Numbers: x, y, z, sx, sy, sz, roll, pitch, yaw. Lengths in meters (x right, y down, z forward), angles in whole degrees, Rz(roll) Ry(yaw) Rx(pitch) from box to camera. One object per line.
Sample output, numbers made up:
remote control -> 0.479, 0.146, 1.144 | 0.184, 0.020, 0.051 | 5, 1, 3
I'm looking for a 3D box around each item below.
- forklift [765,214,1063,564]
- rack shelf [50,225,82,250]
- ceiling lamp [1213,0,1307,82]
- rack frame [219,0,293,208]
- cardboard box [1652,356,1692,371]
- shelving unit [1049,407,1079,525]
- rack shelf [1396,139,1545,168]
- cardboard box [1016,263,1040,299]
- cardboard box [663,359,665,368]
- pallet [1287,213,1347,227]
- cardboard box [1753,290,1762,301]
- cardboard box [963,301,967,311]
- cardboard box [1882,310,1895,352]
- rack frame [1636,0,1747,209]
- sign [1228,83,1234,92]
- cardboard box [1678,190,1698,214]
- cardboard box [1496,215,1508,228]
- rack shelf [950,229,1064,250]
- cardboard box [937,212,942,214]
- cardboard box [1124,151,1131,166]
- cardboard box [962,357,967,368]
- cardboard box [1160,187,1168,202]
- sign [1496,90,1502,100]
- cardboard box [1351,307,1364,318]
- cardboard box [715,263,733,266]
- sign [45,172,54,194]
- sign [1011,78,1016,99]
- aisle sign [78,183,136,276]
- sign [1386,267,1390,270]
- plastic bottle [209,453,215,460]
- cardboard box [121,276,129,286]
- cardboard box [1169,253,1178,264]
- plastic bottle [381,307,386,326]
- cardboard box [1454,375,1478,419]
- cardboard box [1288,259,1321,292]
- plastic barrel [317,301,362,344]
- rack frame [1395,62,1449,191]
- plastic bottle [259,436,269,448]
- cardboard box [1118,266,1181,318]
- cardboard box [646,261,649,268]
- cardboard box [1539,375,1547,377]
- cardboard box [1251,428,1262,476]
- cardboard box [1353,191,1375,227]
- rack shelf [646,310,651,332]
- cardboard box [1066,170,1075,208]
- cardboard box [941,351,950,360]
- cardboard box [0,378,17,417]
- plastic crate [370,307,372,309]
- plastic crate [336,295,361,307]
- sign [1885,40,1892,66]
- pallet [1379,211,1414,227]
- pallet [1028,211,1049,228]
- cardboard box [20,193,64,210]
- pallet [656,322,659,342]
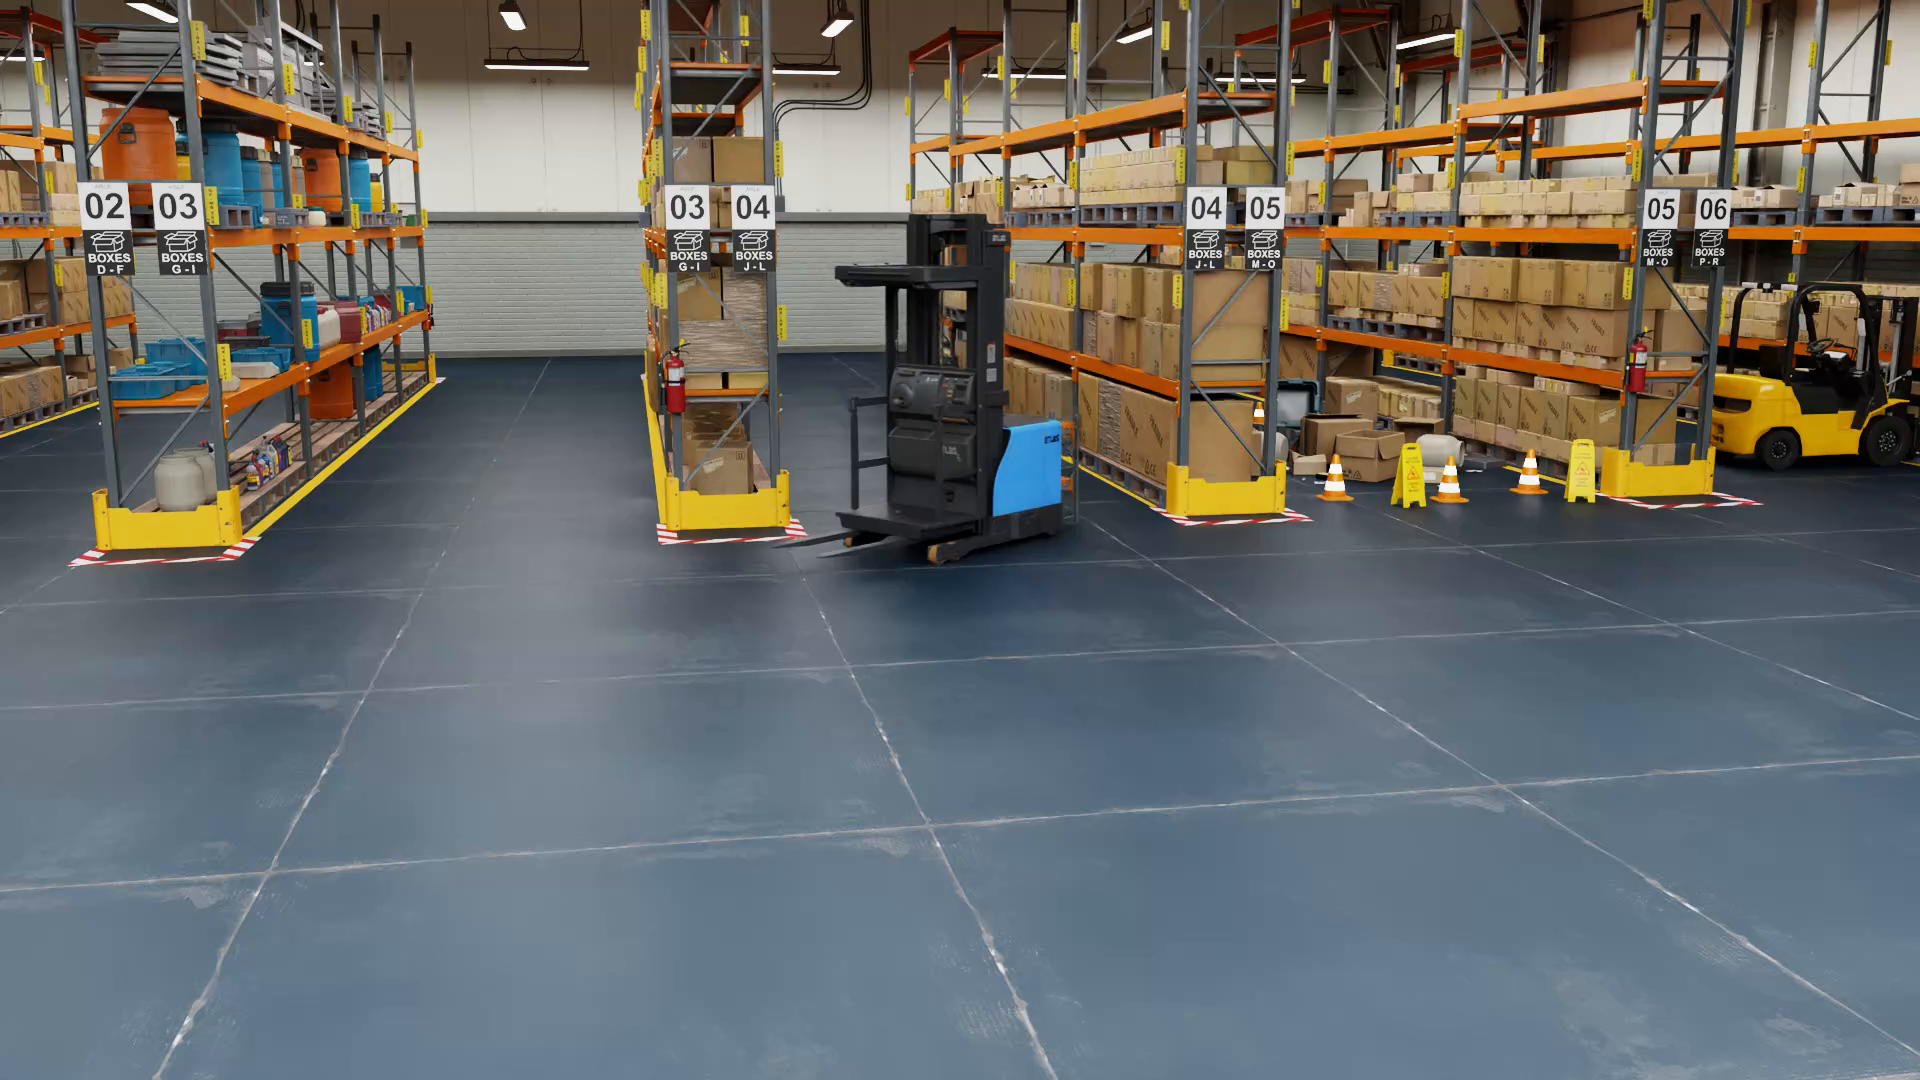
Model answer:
forklift -> -0.383, -1.338, 14.441 | 1.130, 2.935, 3.031 | 9, 14, 39
rack shelf -> -14.658, -4.930, 27.034 | 1.077, 0.370, 4.000 | -2, 11, -11
ceiling lamp -> 6.455, -11.300, 34.940 | 2.000, 3.185, 0.800 | -2, 11, -11
rack frame -> -7.853, -5.103, 17.993 | 1.000, 3.000, 0.127 | -2, 11, -11
cardboard box -> 7.641, -1.909, 17.929 | 0.380, 0.149, 0.250 | -2, 11, -11
shelving unit -> 0.570, -0.735, 16.101 | 1.048, 1.125, 0.538 | 7, 13, 34
rack shelf -> 9.649, -7.304, 31.488 | 1.077, 0.370, 4.000 | -2, 11, -11
cardboard box -> 1.190, -3.689, 23.667 | 0.700, 0.500, 0.500 | -2, 11, -11
cardboard box -> -3.070, -1.978, 18.292 | 0.380, 0.149, 0.250 | -2, 11, -11
pallet -> 5.771, -4.927, 25.595 | 1.213, 0.211, 1.003 | -2, 11, -8
cardboard box -> 11.246, -3.393, 23.053 | 0.380, 0.149, 0.250 | -2, 11, -11
cardboard box -> 0.265, -3.673, 26.075 | 0.380, 0.149, 0.250 | -3, 11, -14
cardboard box -> 11.718, -2.555, 20.383 | 0.500, 0.500, 0.500 | -2, 11, -11
rack frame -> 7.504, -4.910, 16.978 | 1.000, 3.000, 0.127 | -2, 11, -11
sign -> 4.621, -7.632, 28.357 | 0.100, 0.325, 0.005 | -2, 11, -11
cardboard box -> 7.667, -3.611, 17.780 | 0.500, 0.250, 0.500 | -2, 11, -12
cardboard box -> 6.708, -3.841, 20.060 | 0.380, 0.149, 0.250 | -2, 11, -9
rack shelf -> 0.723, -4.718, 25.919 | 1.077, 0.370, 4.000 | -2, 11, -11
cardboard box -> -0.112, -5.537, 28.697 | 0.500, 0.250, 0.500 | -2, 11, -11
cardboard box -> 1.973, -4.091, 17.845 | 0.380, 0.149, 0.250 | -2, 11, -11
cardboard box -> 0.322, -2.701, 26.981 | 0.500, 0.500, 0.500 | -2, 11, -8
cardboard box -> 2.223, -3.465, 16.689 | 0.380, 0.149, 0.250 | -2, 11, -11
sign -> 9.502, -7.773, 29.313 | 0.100, 0.325, 0.005 | -2, 11, -11
cardboard box -> 5.892, -3.290, 24.063 | 0.380, 0.149, 0.250 | -2, 11, -11
cardboard box -> -2.246, -2.583, 17.062 | 0.500, 0.500, 0.500 | -2, 11, -11
sign -> -13.725, -5.385, 25.064 | 0.100, 0.325, 0.005 | -2, 11, -11
sign -> 0.877, -7.470, 27.508 | 0.100, 0.325, 0.005 | -2, 11, -11
aisle sign -> -7.353, -2.675, 14.330 | 0.394, 0.787, 0.004 | -2, 11, -11
sign -> 6.478, -3.981, 25.260 | 0.100, 0.325, 0.005 | -2, 11, -11
plastic bottle -> -7.844, -0.768, 17.371 | 0.152, 0.276, 0.135 | -2, 11, -11
cardboard box -> -14.690, -4.646, 28.695 | 0.500, 0.500, 0.500 | -2, 11, -12
cardboard box -> 4.313, -5.245, 31.840 | 0.500, 0.500, 0.500 | -2, 11, -13
plastic bottle -> -8.926, -3.464, 25.741 | 0.061, 0.283, 0.133 | -2, 11, -11
cardboard box -> 6.576, -1.802, 20.921 | 0.500, 0.500, 0.500 | -2, 11, -8
cardboard box -> 5.483, -4.149, 26.086 | 0.500, 0.500, 0.500 | -2, 11, -10
plastic barrel -> -8.244, -2.882, 22.006 | 0.600, 0.536, 0.708 | -2, 11, -11
rack frame -> 9.260, -8.025, 33.348 | 1.000, 3.000, 0.127 | -2, 11, -11
plastic bottle -> -7.587, -0.958, 18.167 | 0.144, 0.351, 0.185 | -2, 11, -11
cardboard box -> 2.230, -2.735, 18.310 | 0.875, 0.550, 0.500 | -2, 11, -11
cardboard box -> -5.296, -4.693, 29.485 | 0.500, 0.500, 0.500 | -2, 11, -13
cardboard box -> 10.212, -2.942, 28.246 | 0.500, 0.500, 0.500 | -3, 11, -13
cardboard box -> 3.199, -1.024, 19.284 | 0.500, 0.500, 0.500 | 0, 11, -1
cardboard box -> 6.122, -4.778, 24.043 | 0.700, 0.500, 0.500 | -2, 11, -11
rack shelf -> -4.940, -3.817, 29.203 | 1.077, 0.370, 4.000 | -2, 11, -11
cardboard box -> 1.725, -4.701, 22.245 | 0.500, 0.500, 0.500 | -2, 11, -11
cardboard box -> -0.135, -3.210, 29.001 | 0.380, 0.149, 0.250 | -2, 11, -12
cardboard box -> -13.499, -1.980, 23.139 | 0.500, 0.500, 0.500 | -2, 11, -12
plastic crate -> -10.043, -3.831, 27.902 | 0.293, 0.136, 0.466 | -2, 11, -11
plastic crate -> -9.835, -3.718, 26.643 | 0.392, 0.384, 0.575 | -2, 11, -11
sign -> 12.143, -6.377, 21.765 | 0.100, 0.325, 0.005 | -2, 11, -11
pallet -> 6.505, -4.385, 22.745 | 1.213, 0.211, 1.003 | -2, 11, -11
pallet -> 1.510, -4.291, 22.255 | 1.003, 0.211, 1.213 | -2, 11, -8
cardboard box -> -14.120, -5.187, 25.523 | 0.500, 0.250, 0.500 | -2, 11, -11
pallet -> -3.530, -2.848, 22.706 | 1.213, 0.211, 1.003 | -2, 11, -11
